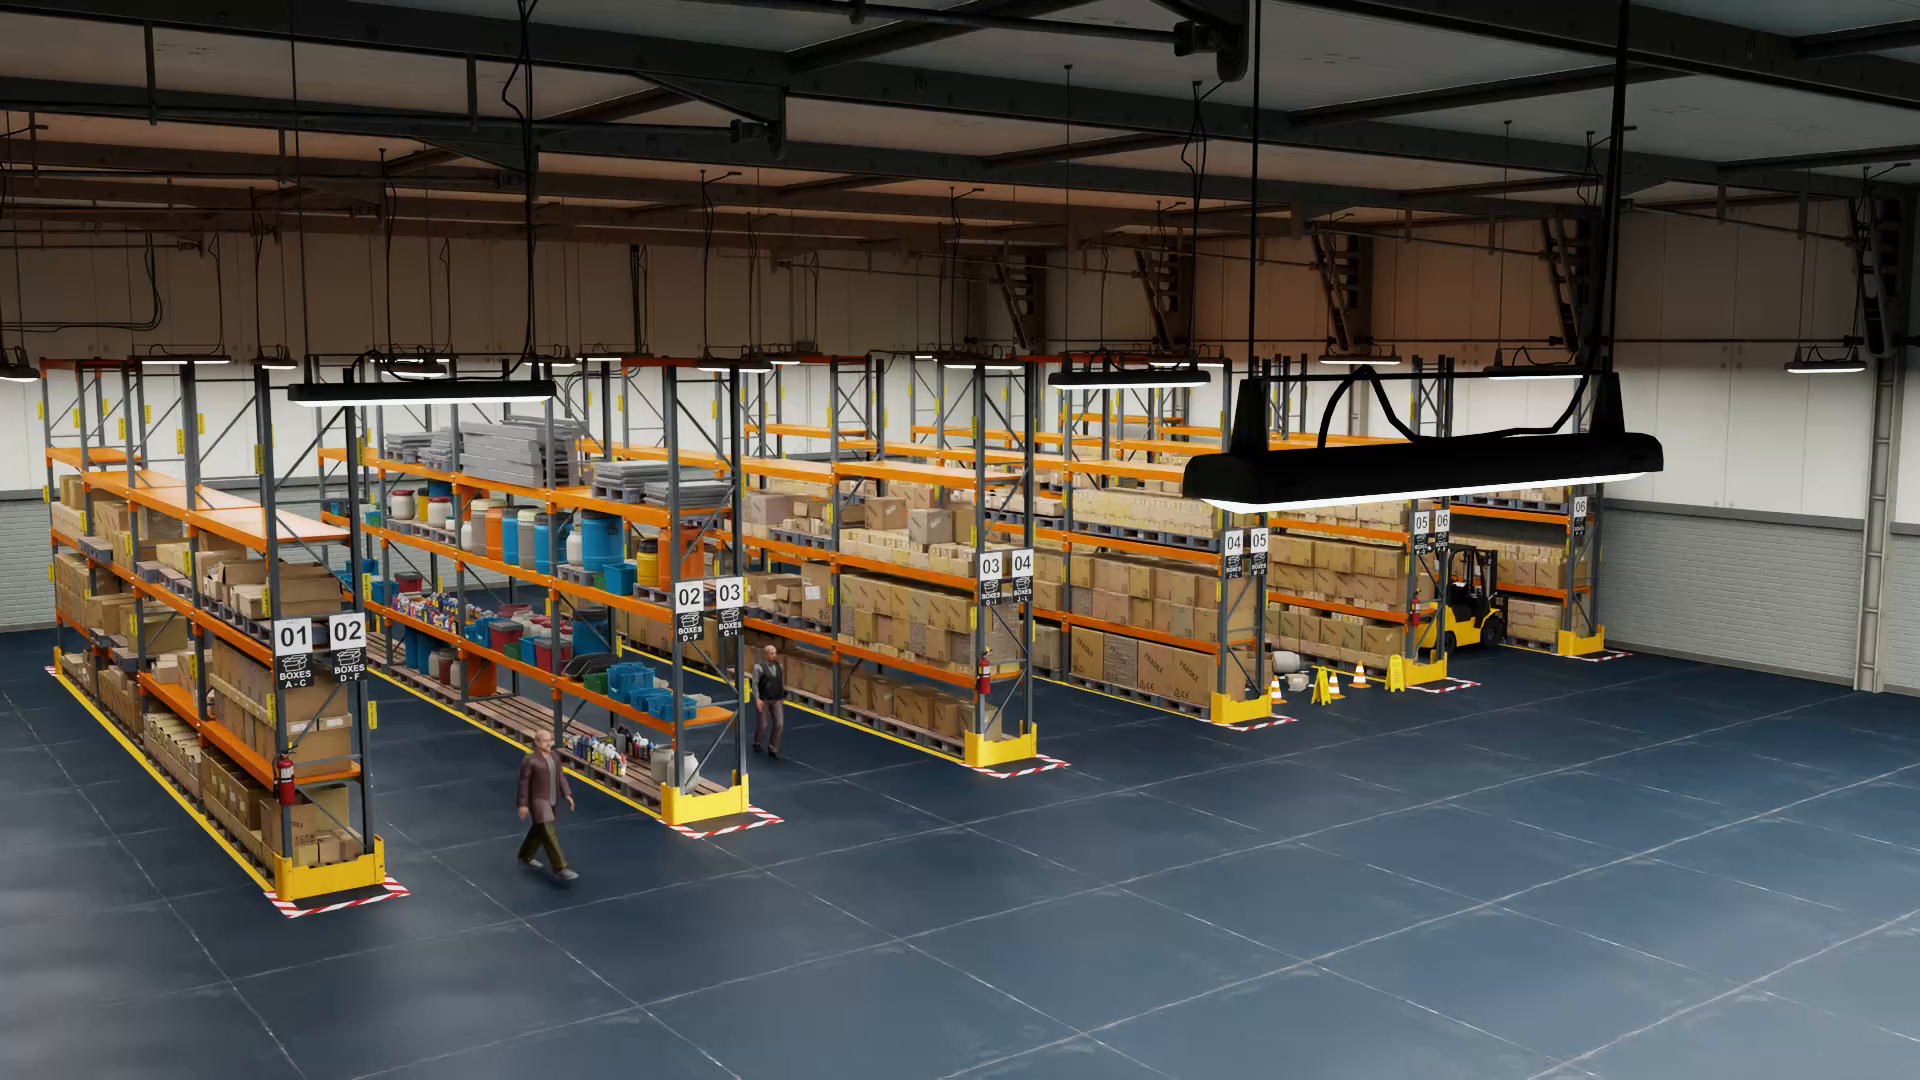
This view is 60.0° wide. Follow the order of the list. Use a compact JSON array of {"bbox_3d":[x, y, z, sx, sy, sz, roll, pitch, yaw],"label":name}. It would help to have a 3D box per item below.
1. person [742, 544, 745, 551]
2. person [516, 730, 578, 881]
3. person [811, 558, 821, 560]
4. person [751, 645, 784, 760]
[{"bbox_3d":[-5.811,0.189,44.246,0.457,1.609,1.051,0,7,3],"label":"person"},{"bbox_3d":[-4.839,3.096,19.630,1.086,1.729,0.598,3,7,23],"label":"person"},{"bbox_3d":[-3.037,1.182,35.665,0.561,1.708,1.078,-5,9,-38],"label":"person"},{"bbox_3d":[-2.905,2.473,25.363,0.608,1.742,0.657,-6,9,-39],"label":"person"}]
